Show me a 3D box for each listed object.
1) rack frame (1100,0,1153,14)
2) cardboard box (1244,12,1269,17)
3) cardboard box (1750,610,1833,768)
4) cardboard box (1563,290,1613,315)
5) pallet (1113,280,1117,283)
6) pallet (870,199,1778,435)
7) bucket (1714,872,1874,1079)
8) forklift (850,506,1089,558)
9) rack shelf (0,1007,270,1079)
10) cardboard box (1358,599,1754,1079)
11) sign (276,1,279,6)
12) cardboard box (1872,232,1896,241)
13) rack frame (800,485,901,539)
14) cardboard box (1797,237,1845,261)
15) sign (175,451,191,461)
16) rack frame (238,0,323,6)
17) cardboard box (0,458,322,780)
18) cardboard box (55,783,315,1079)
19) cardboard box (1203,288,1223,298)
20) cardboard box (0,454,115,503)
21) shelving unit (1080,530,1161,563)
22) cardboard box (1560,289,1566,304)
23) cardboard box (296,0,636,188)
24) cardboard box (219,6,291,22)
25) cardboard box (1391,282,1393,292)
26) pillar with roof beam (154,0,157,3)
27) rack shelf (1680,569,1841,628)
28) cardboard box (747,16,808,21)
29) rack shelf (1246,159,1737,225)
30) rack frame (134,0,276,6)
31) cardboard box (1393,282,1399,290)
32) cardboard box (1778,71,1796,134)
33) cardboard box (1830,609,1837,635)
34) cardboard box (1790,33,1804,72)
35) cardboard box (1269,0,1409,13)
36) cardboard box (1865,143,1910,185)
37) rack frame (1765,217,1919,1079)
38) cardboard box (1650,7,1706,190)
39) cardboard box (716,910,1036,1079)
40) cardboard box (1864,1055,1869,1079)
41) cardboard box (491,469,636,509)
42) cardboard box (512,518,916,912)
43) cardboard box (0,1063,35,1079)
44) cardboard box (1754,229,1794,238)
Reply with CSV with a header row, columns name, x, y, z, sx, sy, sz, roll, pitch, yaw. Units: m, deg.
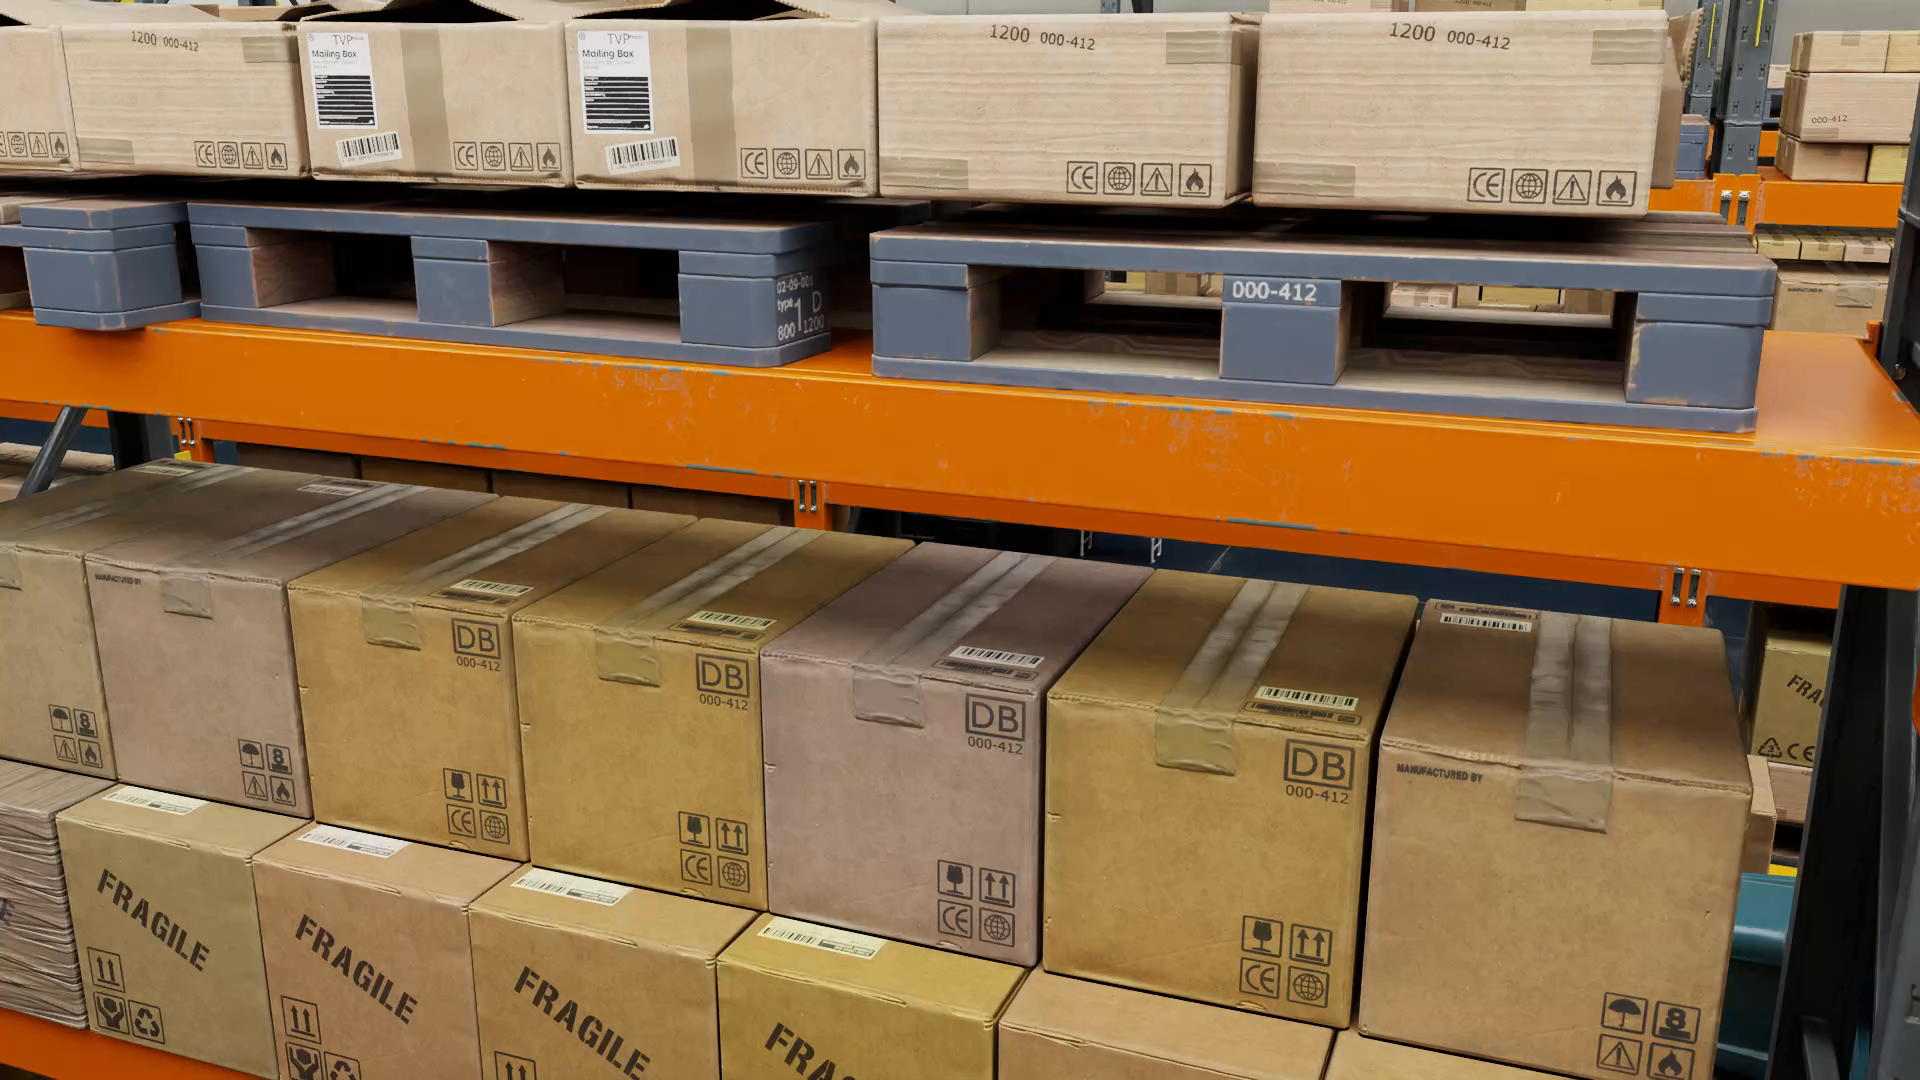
name,x,y,z,sx,sy,sz,roll,pitch,yaw
rack frame,1.254,-4.833,12.182,0.127,3.000,1.000,6,17,21
cardboard box,2.344,-3.528,11.953,0.500,0.500,0.700,6,17,20
cardboard box,3.607,0.634,6.945,0.500,0.500,0.500,7,18,23
cardboard box,2.849,-1.099,7.451,0.250,0.149,0.380,6,17,20
pallet,0.598,-1.911,13.222,1.003,0.211,1.213,6,17,21
pallet,0.564,-0.391,2.603,1.217,0.209,0.805,6,17,18
bucket,2.407,1.297,4.972,0.620,0.611,0.726,1,13,42
forklift,-0.595,-1.465,11.464,3.031,2.935,1.130,6,17,18
rack shelf,-0.426,1.180,3.521,4.000,0.370,1.077,6,17,21
cardboard box,0.971,0.461,2.732,0.500,0.500,0.700,6,17,20
sign,-4.095,-3.056,9.946,0.005,0.325,0.100,6,17,21
cardboard box,6.342,-1.990,11.272,0.250,0.149,0.380,6,17,20
rack frame,-0.564,-0.665,8.583,0.127,3.000,1.000,6,17,21
cardboard box,5.679,-1.909,10.993,0.250,0.149,0.380,6,17,20
sign,-2.086,-0.071,4.461,0.005,0.325,0.100,6,17,21
rack frame,-6.188,-5.652,15.001,0.127,3.000,1.000,6,17,21
cardboard box,-1.872,0.150,3.805,0.500,0.500,0.700,6,17,20
cardboard box,-1.494,0.749,3.535,0.500,0.500,0.500,6,17,20
cardboard box,1.423,-0.925,8.015,0.500,0.500,0.500,6,17,18
cardboard box,-5.663,-0.229,10.923,0.875,0.438,0.875,6,17,19
shelving unit,1.093,-0.474,11.154,0.503,1.200,0.258,6,17,19
cardboard box,4.424,-1.695,11.505,0.500,0.250,0.500,6,17,19
cardboard box,-0.750,-0.783,2.838,0.500,0.311,0.500,6,17,20
cardboard box,-3.571,-2.599,8.932,0.500,0.500,0.500,6,17,20
cardboard box,1.735,-1.037,7.237,0.250,0.149,0.380,6,17,18
pillar with roof beam,-9.945,-5.045,12.911,0.400,9.000,9.100,6,17,21
rack shelf,5.018,0.295,6.569,4.000,0.370,1.077,6,17,21
cardboard box,-0.228,-0.833,3.092,0.258,0.266,0.396,6,17,21
rack shelf,1.297,-1.555,7.560,4.000,0.370,1.077,6,17,21
rack frame,-4.285,-3.955,9.156,0.127,3.000,1.000,6,17,21
cardboard box,3.007,-1.856,12.060,0.500,0.250,0.500,7,17,21
cardboard box,3.668,-1.791,6.819,0.500,0.250,0.500,6,17,20
cardboard box,3.701,0.350,6.757,0.250,0.149,0.380,7,17,21
cardboard box,3.532,-1.983,6.762,0.250,0.149,0.380,7,17,22
cardboard box,1.614,-2.191,7.078,0.500,0.250,0.500,7,17,22
cardboard box,3.579,-1.438,6.317,0.250,0.149,0.380,6,17,21
rack frame,1.435,1.039,2.716,0.127,3.000,1.000,6,17,21
cardboard box,0.965,-0.714,2.679,0.396,0.266,0.258,6,17,20
cardboard box,-0.089,0.903,3.003,0.500,0.500,0.500,6,17,21
cardboard box,1.783,1.001,2.575,0.550,0.550,0.875,6,17,21
cardboard box,-2.004,-0.031,9.456,0.875,0.875,0.875,7,17,21
cardboard box,-0.448,0.305,3.269,0.500,0.500,0.700,6,17,20
cardboard box,-2.851,1.490,4.892,0.500,0.500,0.500,6,17,18
cardboard box,5.601,-2.055,11.495,0.250,0.149,0.380,6,17,19
